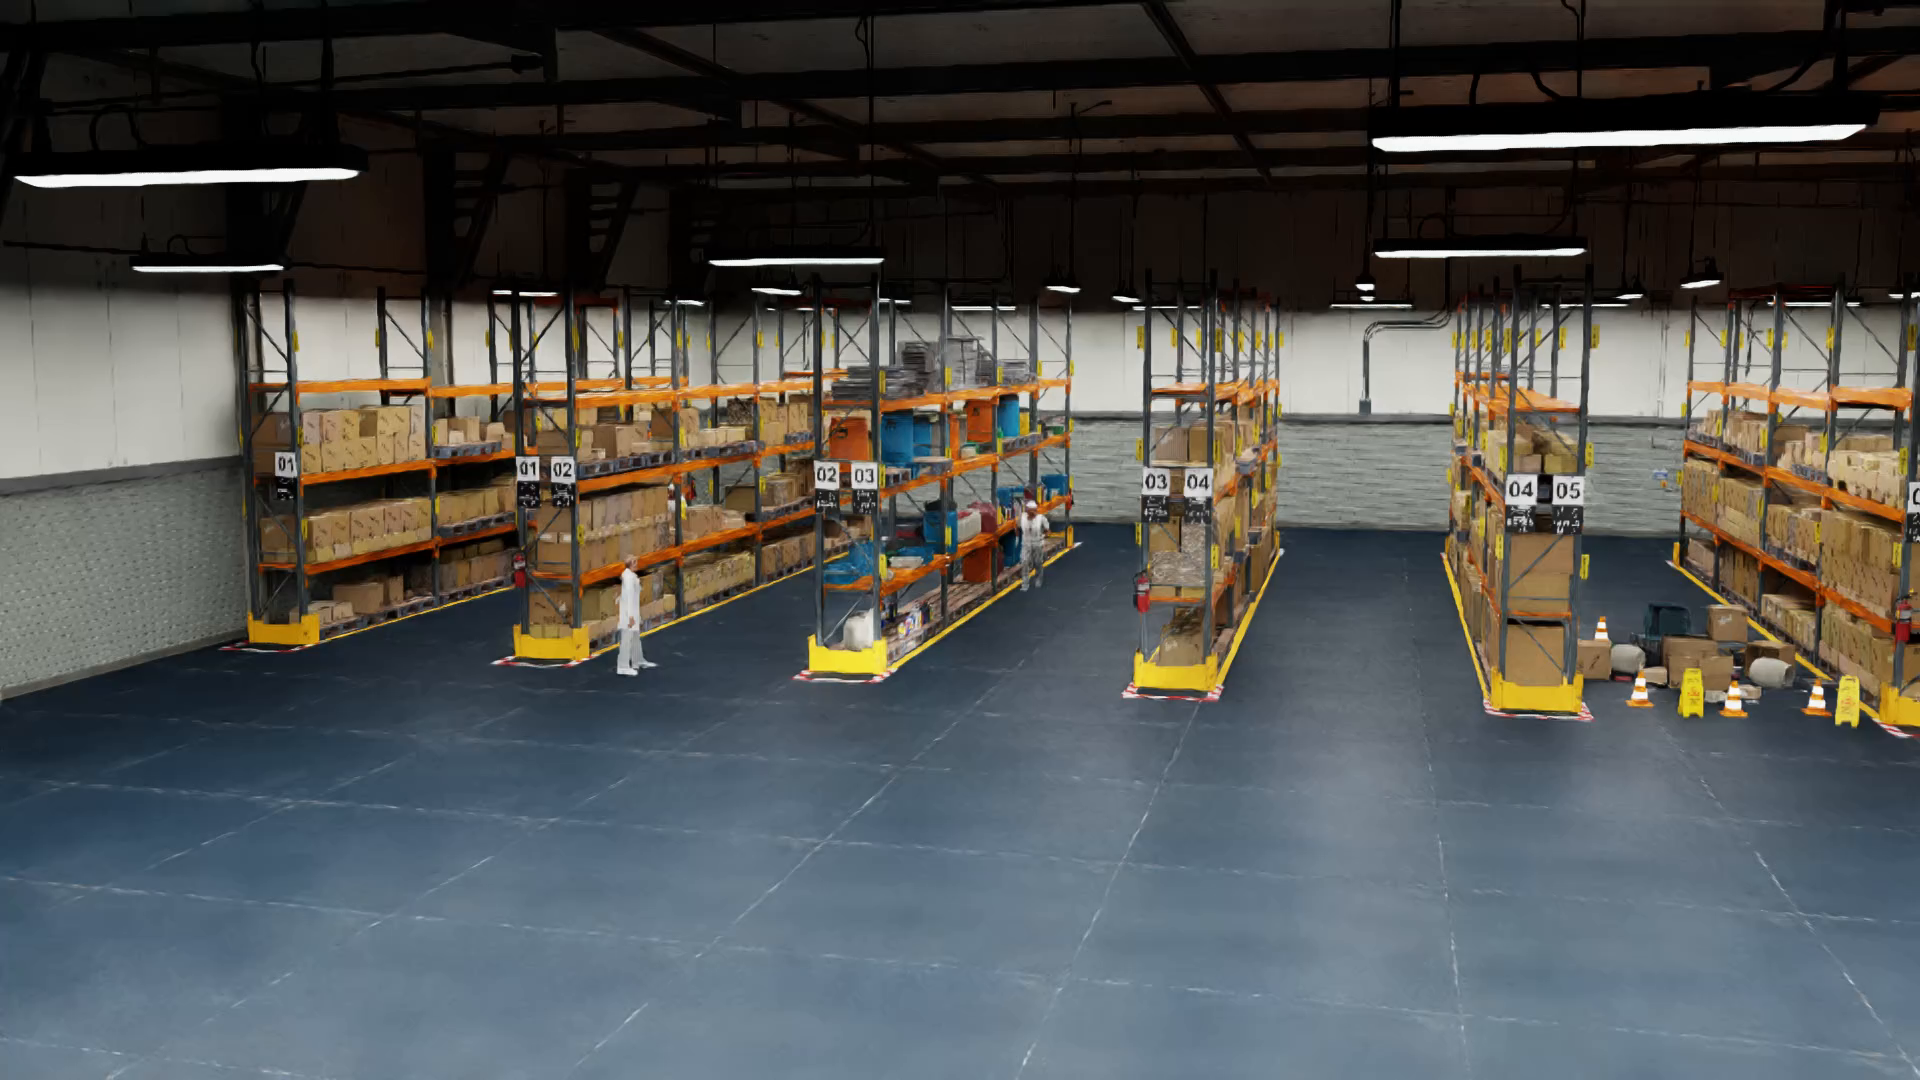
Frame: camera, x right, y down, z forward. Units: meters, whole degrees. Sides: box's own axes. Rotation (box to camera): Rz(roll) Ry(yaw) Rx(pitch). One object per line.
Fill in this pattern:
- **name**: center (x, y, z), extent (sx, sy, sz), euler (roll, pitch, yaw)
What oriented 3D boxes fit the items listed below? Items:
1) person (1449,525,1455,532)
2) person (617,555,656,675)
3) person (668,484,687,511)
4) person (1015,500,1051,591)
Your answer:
- **person**: center (11.868, -0.564, 39.296), extent (0.711, 1.734, 0.689), euler (-3, 7, -20)
- **person**: center (-4.895, 1.101, 25.049), extent (0.584, 1.776, 0.732), euler (-1, 7, -12)
- **person**: center (-6.659, -0.472, 38.627), extent (0.739, 1.693, 0.860), euler (1, 7, 10)
- **person**: center (1.362, 0.084, 31.623), extent (0.706, 1.714, 0.875), euler (1, 7, 9)
